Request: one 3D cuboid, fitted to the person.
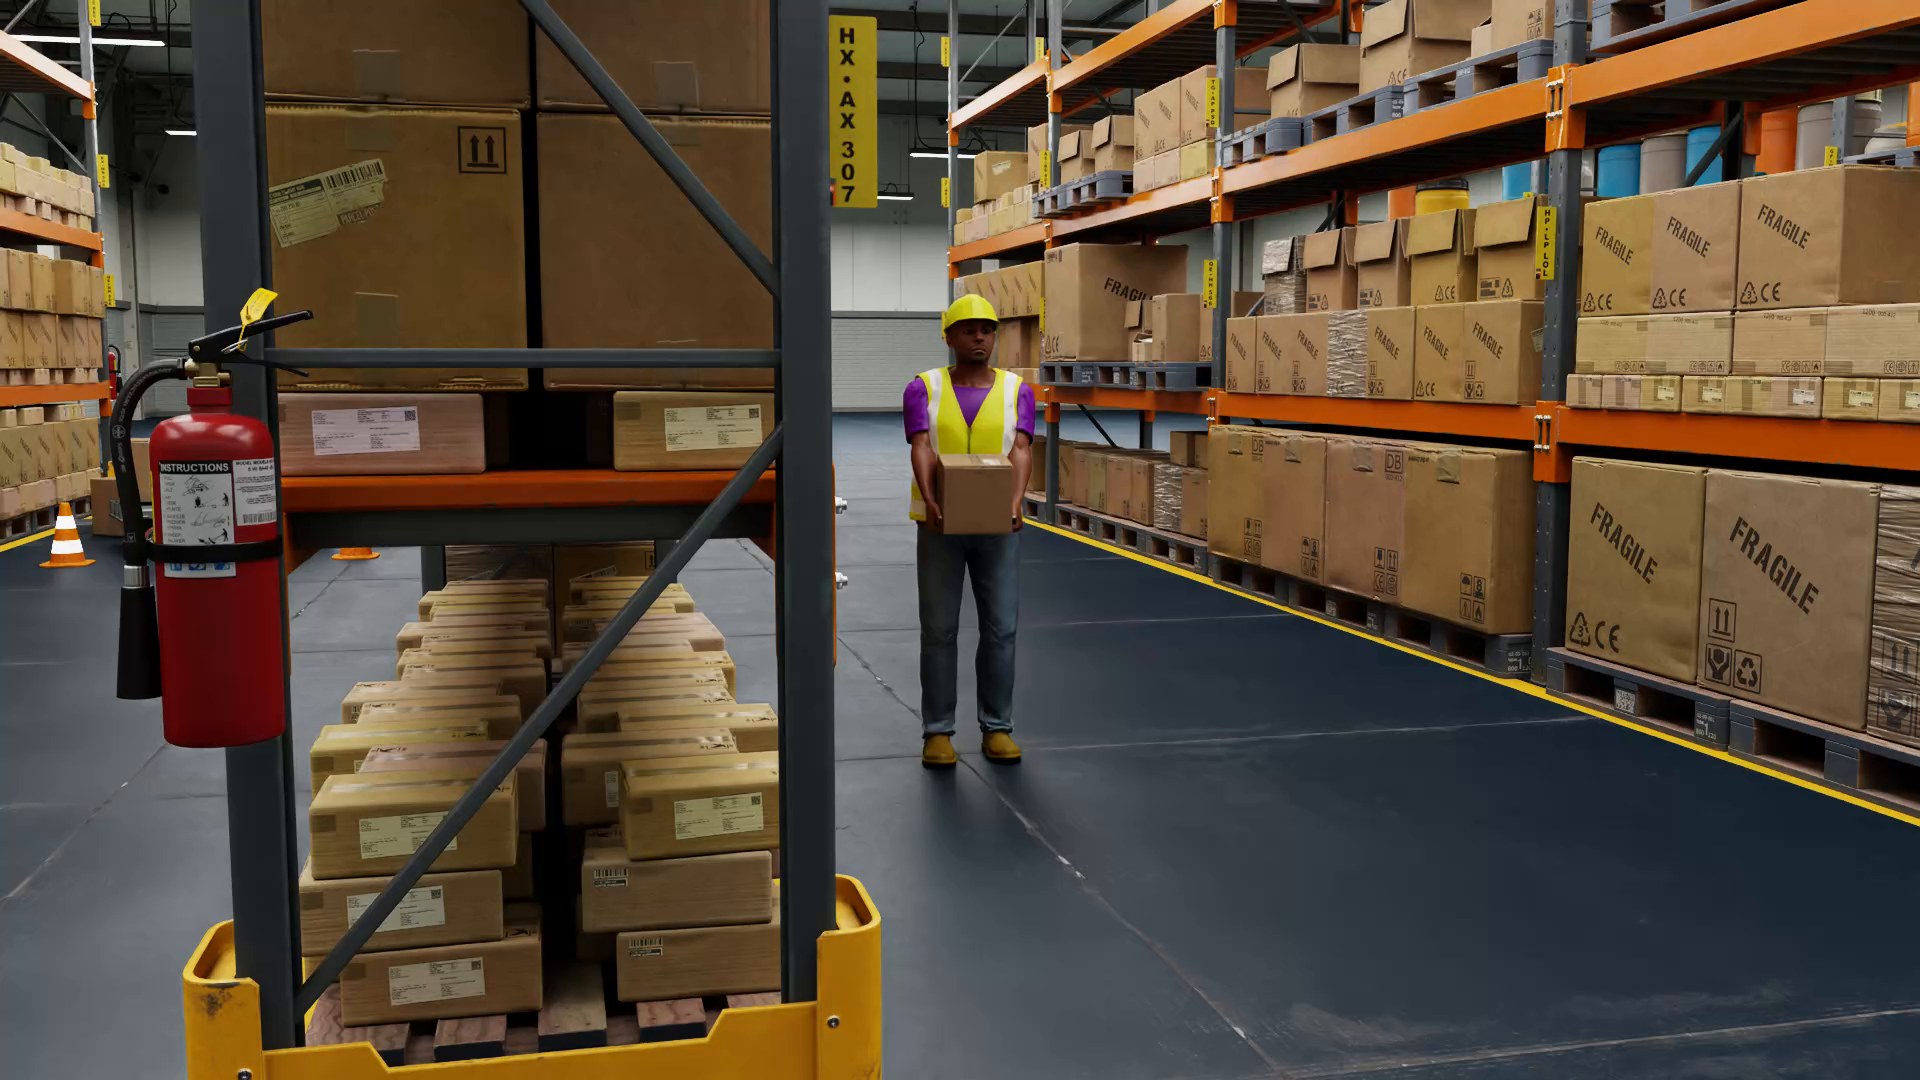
[{"bbox_3d":[0.049,-0.038,6.229,0.504,1.760,0.585,-1,6,-6],"label":"person"}]
